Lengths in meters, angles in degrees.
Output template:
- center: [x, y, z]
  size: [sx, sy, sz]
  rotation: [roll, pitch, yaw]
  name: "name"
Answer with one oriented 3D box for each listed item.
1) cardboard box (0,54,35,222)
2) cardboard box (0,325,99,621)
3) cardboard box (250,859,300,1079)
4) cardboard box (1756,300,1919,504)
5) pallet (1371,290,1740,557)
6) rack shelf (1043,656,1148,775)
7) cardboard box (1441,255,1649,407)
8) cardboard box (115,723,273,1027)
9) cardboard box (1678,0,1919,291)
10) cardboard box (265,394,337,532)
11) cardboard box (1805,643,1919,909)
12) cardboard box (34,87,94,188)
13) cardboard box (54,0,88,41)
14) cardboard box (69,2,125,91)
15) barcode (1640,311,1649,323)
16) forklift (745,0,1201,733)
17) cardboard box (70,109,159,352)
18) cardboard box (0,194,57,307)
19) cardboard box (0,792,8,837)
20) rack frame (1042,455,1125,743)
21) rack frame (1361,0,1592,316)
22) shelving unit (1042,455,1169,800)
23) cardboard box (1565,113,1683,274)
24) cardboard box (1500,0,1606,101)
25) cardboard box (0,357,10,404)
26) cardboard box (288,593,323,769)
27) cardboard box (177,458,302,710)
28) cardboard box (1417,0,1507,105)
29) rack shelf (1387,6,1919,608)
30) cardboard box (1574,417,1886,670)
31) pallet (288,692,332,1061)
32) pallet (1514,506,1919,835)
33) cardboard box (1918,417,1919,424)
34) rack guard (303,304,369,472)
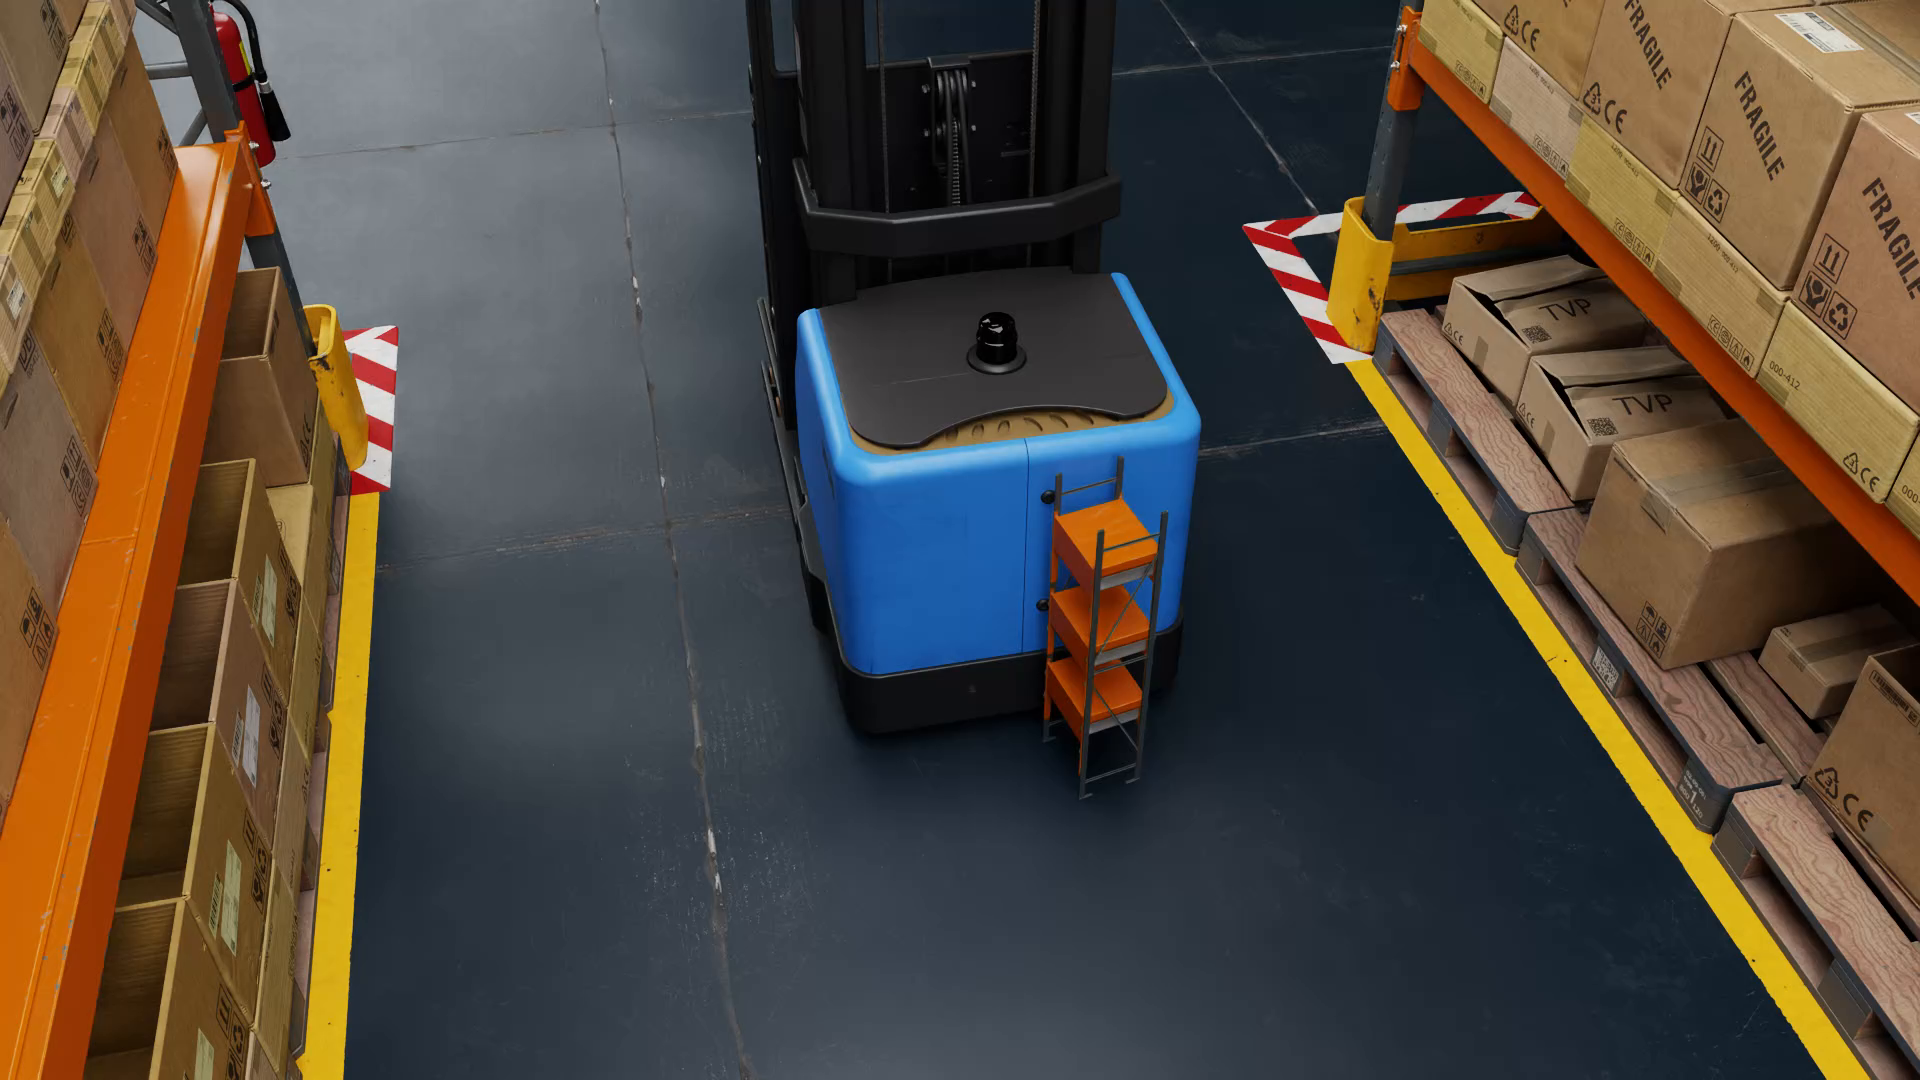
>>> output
- center: [-2.433, -0.905, 3.458]
  size: [0.700, 0.500, 0.500]
  rotation: [-8, 42, -9]
  name: "cardboard box"
- center: [-2.336, -0.118, 3.548]
  size: [0.700, 0.500, 0.500]
  rotation: [-7, 42, -8]
  name: "cardboard box"
- center: [-1.908, 1.082, 4.026]
  size: [0.500, 0.250, 0.500]
  rotation: [-8, 42, -9]
  name: "cardboard box"
- center: [2.317, -0.370, 4.006]
  size: [0.500, 0.250, 0.500]
  rotation: [-9, 42, -10]
  name: "cardboard box"
- center: [2.232, -0.476, 6.128]
  size: [1.003, 0.211, 1.213]
  rotation: [-8, 42, -9]
  name: "pallet"
- center: [0.392, 0.486, 4.846]
  size: [0.215, 0.259, 0.240]
  rotation: [-16, 44, -17]
  name: "rack shelf"
- center: [2.136, -0.798, 6.083]
  size: [0.500, 0.311, 0.500]
  rotation: [-13, 43, -14]
  name: "cardboard box"
- center: [-1.908, 0.802, 3.777]
  size: [0.500, 0.500, 0.500]
  rotation: [-8, 42, -9]
  name: "cardboard box"
- center: [2.210, -0.989, 4.138]
  size: [0.500, 0.500, 0.500]
  rotation: [-7, 42, -8]
  name: "cardboard box"
- center: [-2.357, -0.211, 5.484]
  size: [0.500, 0.250, 0.500]
  rotation: [-8, 42, -9]
  name: "cardboard box"
- center: [2.675, 0.596, 4.371]
  size: [0.500, 0.500, 0.500]
  rotation: [-11, 43, -12]
  name: "cardboard box"
- center: [-2.328, -0.949, 3.996]
  size: [0.380, 0.149, 0.250]
  rotation: [-8, 42, -9]
  name: "cardboard box"
- center: [-2.662, -1.572, 4.209]
  size: [0.700, 0.500, 0.500]
  rotation: [-8, 42, -9]
  name: "cardboard box"
- center: [-2.435, -1.278, 4.366]
  size: [0.380, 0.149, 0.250]
  rotation: [-7, 42, -8]
  name: "cardboard box"
- center: [2.531, -0.847, 6.132]
  size: [0.001, 0.075, 0.075]
  rotation: [-8, 42, -9]
  name: "barcode"
- center: [-0.132, -1.505, 5.238]
  size: [1.130, 2.935, 3.031]
  rotation: [-8, 42, -9]
  name: "forklift"
- center: [-2.555, -0.781, 4.295]
  size: [0.700, 0.500, 0.500]
  rotation: [-7, 42, -8]
  name: "cardboard box"
- center: [-2.212, -0.609, 3.612]
  size: [0.380, 0.149, 0.250]
  rotation: [-7, 42, -8]
  name: "cardboard box"
- center: [-2.120, 0.540, 2.807]
  size: [0.700, 0.500, 0.500]
  rotation: [-9, 42, -10]
  name: "cardboard box"
- center: [0.344, 0.196, 4.739]
  size: [0.200, 1.050, 0.008]
  rotation: [-16, 44, -17]
  name: "rack frame"
- center: [2.075, -2.100, 5.856]
  size: [1.000, 3.000, 0.127]
  rotation: [-8, 42, -9]
  name: "rack frame"
- center: [0.392, 0.270, 4.655]
  size: [0.215, 1.050, 0.252]
  rotation: [-16, 44, -17]
  name: "shelving unit"
- center: [2.100, -1.024, 4.742]
  size: [0.500, 0.250, 0.500]
  rotation: [-9, 42, -10]
  name: "cardboard box"
- center: [1.981, -1.658, 4.891]
  size: [0.500, 0.500, 0.500]
  rotation: [-8, 42, -9]
  name: "cardboard box"
- center: [-2.105, -0.281, 3.243]
  size: [0.380, 0.149, 0.250]
  rotation: [-9, 42, -10]
  name: "cardboard box"
- center: [-2.128, 0.435, 4.756]
  size: [0.500, 0.250, 0.500]
  rotation: [-8, 42, -9]
  name: "cardboard box"
- center: [-2.125, 0.154, 4.507]
  size: [0.500, 0.500, 0.500]
  rotation: [-8, 42, -9]
  name: "cardboard box"
- center: [1.870, -1.690, 5.492]
  size: [0.500, 0.250, 0.500]
  rotation: [-9, 42, -11]
  name: "cardboard box"
- center: [2.506, -0.535, 4.635]
  size: [1.077, 0.370, 4.000]
  rotation: [-8, 42, -9]
  name: "rack shelf"
- center: [2.369, -0.016, 5.060]
  size: [0.700, 0.500, 0.500]
  rotation: [-11, 43, -12]
  name: "cardboard box"
- center: [-2.296, 0.934, 4.539]
  size: [1.003, 0.211, 1.213]
  rotation: [-8, 42, -9]
  name: "pallet"
- center: [2.492, 0.313, 5.239]
  size: [1.003, 0.211, 1.213]
  rotation: [-8, 42, -9]
  name: "pallet"
- center: [2.421, -0.324, 3.389]
  size: [0.500, 0.500, 0.500]
  rotation: [-9, 42, -10]
  name: "cardboard box"
- center: [-2.767, -0.469, 5.901]
  size: [1.175, 0.500, 0.348]
  rotation: [-8, 42, -9]
  name: "rack guard"
